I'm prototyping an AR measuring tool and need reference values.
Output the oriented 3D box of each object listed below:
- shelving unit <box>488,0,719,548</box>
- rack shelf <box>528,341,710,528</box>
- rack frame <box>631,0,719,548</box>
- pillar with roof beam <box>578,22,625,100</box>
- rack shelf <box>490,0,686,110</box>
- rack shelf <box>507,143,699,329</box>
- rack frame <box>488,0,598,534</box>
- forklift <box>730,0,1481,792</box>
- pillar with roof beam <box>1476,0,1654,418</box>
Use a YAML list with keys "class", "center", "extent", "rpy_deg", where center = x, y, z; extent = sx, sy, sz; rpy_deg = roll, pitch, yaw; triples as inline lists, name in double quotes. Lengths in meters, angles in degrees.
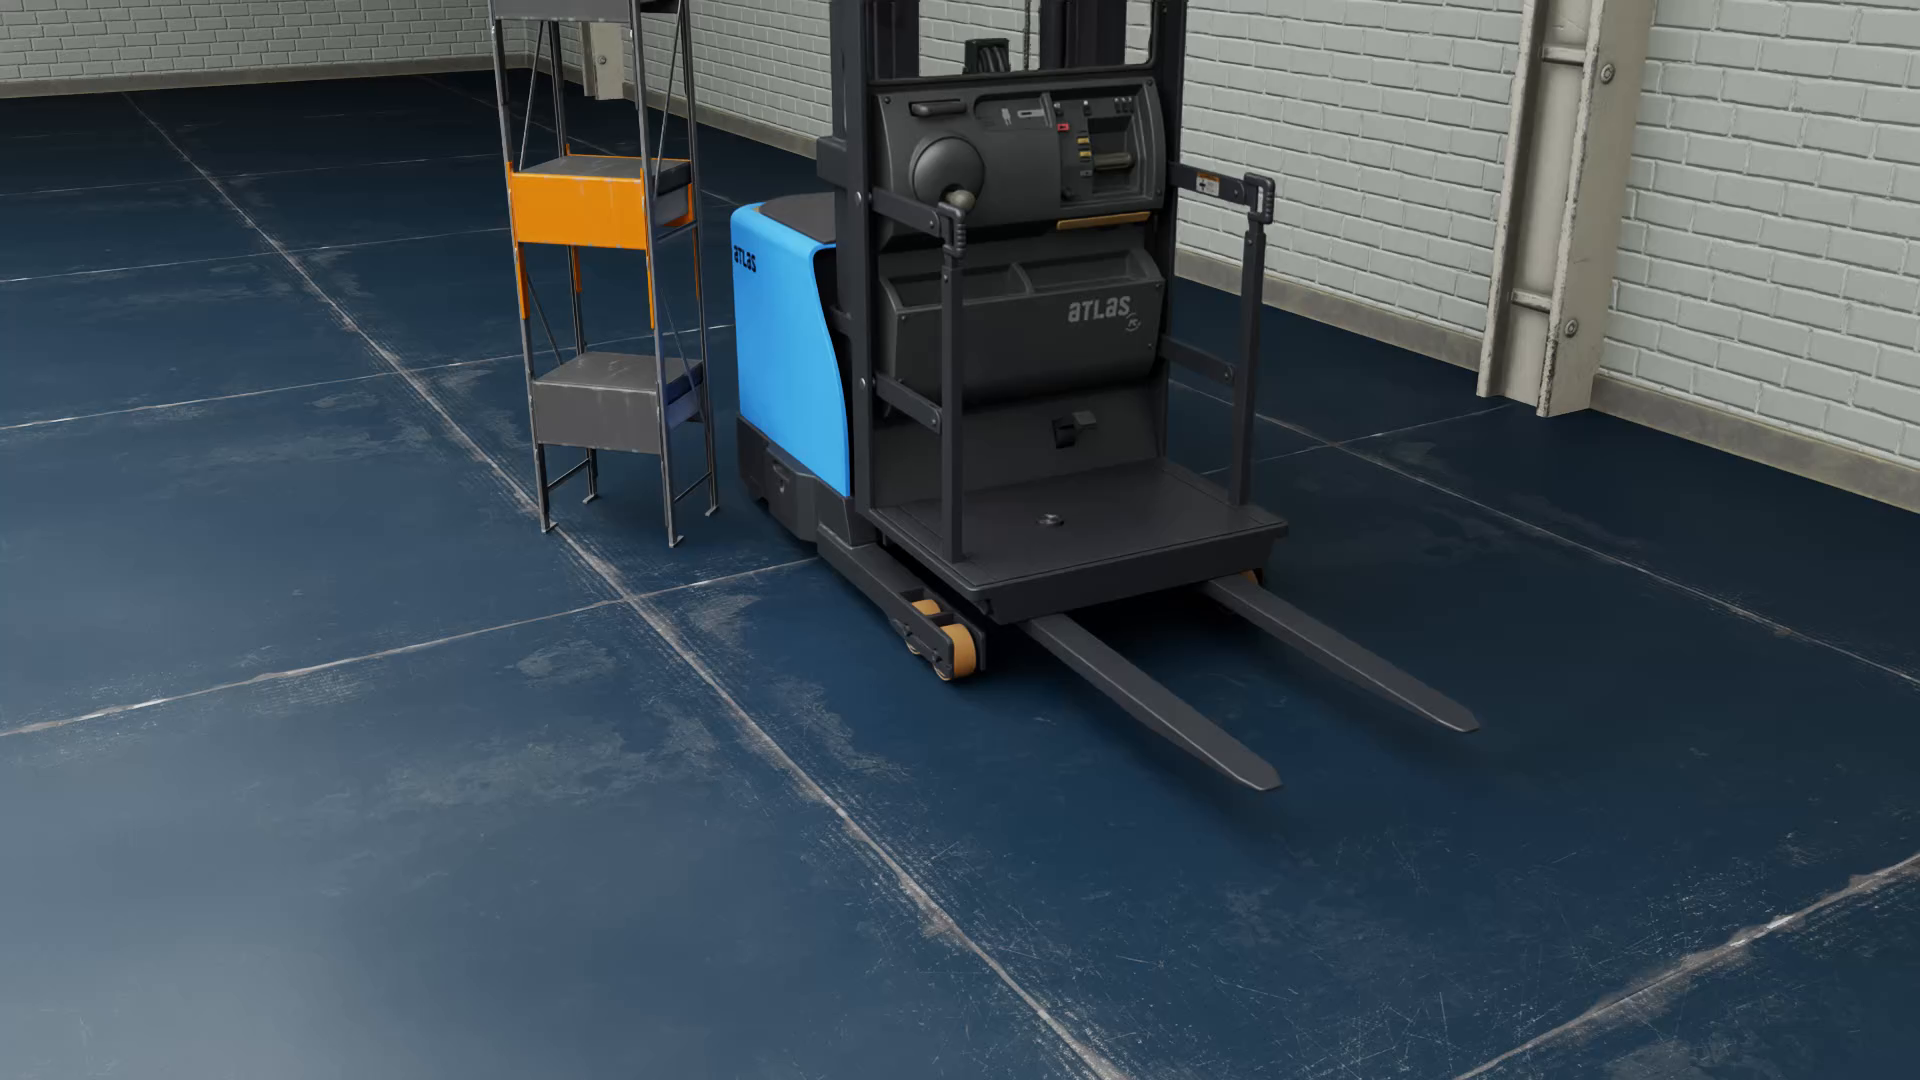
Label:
- class: "shelving unit"
  center: [-1.179, -1.042, 5.587]
  extent: [0.503, 2.100, 0.431]
  rpy_deg: [6, 23, 14]
- class: "rack shelf"
  center: [-1.179, -0.381, 5.856]
  extent: [0.480, 0.518, 0.431]
  rpy_deg: [6, 23, 14]
- class: "rack frame"
  center: [-0.944, -1.018, 5.527]
  extent: [0.015, 2.100, 0.400]
  rpy_deg: [6, 23, 14]
- class: "pillar with roof beam"
  center: [-7.302, -7.841, 13.151]
  extent: [9.100, 9.000, 0.400]
  rpy_deg: [-13, 25, -28]
- class: "rack shelf"
  center: [-1.179, -1.678, 5.329]
  extent: [0.480, 0.518, 0.431]
  rpy_deg: [6, 23, 14]
- class: "rack shelf"
  center: [-1.179, -1.030, 5.592]
  extent: [0.480, 0.518, 0.431]
  rpy_deg: [6, 23, 14]
- class: "rack frame"
  center: [-1.415, -1.067, 5.647]
  extent: [0.015, 2.100, 0.400]
  rpy_deg: [6, 23, 14]
- class: "forklift"
  center: [0.296, -1.141, 4.727]
  extent: [1.130, 2.935, 3.031]
  rpy_deg: [-11, 25, -25]
- class: "pillar with roof beam"
  center: [-1.172, -3.956, 3.594]
  extent: [9.100, 9.000, 0.400]
  rpy_deg: [-13, 25, -28]
